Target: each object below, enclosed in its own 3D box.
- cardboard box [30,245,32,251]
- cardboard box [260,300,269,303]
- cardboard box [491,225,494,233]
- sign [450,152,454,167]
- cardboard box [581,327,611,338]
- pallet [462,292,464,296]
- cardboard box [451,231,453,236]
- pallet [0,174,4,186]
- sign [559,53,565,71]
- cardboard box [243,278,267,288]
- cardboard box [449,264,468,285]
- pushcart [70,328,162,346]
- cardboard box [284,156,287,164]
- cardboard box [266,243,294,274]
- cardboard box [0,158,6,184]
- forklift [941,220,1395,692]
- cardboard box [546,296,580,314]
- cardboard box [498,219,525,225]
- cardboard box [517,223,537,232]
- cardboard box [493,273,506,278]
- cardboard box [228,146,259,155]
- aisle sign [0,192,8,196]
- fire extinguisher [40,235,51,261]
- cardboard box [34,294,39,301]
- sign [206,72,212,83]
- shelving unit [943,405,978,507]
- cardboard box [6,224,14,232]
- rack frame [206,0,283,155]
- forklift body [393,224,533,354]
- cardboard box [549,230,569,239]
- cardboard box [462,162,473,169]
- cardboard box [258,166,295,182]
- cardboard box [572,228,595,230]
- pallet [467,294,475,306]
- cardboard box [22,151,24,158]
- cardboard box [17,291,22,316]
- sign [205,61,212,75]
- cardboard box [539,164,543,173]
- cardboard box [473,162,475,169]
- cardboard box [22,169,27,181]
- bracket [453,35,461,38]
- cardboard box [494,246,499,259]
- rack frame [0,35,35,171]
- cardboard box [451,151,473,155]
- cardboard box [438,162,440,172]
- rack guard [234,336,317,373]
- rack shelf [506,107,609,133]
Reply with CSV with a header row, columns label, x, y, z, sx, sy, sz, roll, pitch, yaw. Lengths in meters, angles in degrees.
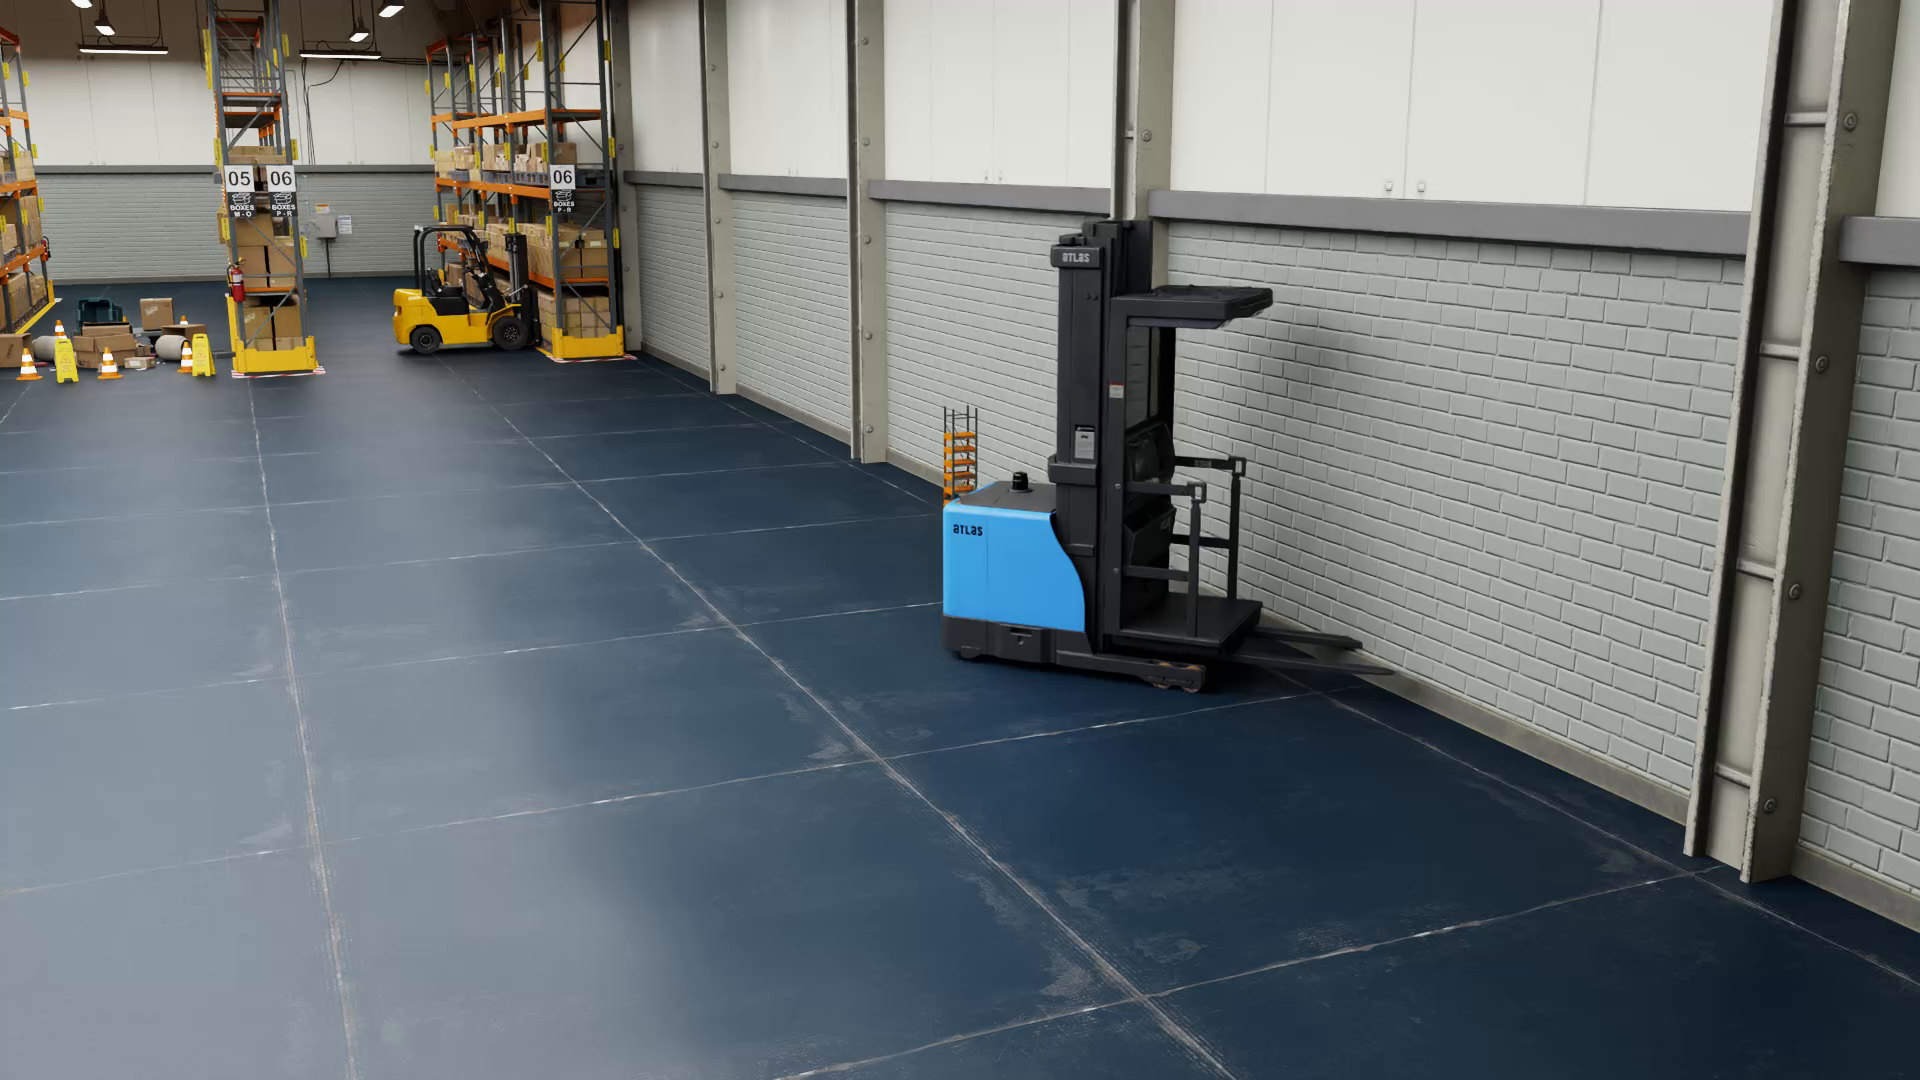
label,x,y,z,sx,sy,sz,roll,pitch,yaw
cardboard box,-20.608,-6.421,36.518,0.380,0.149,0.250,-5,14,-20
cardboard box,-11.888,-3.761,27.972,0.500,0.500,0.500,-6,14,-24
cardboard box,-9.486,-6.445,34.403,0.380,0.149,0.250,-5,14,-21
sign,-11.675,-8.767,38.300,0.100,0.325,0.005,-6,14,-23
cardboard box,-6.392,-3.610,28.980,0.500,0.250,0.500,-6,14,-23
pallet,-11.455,-5.888,39.843,1.003,0.211,1.213,-6,14,-23
cardboard box,-12.010,-7.466,40.149,0.500,0.250,0.500,-6,14,-23
pallet,-18.314,-6.602,30.511,1.213,0.211,1.003,-5,14,-20
sign,-7.458,-8.952,31.169,0.100,0.325,0.005,-6,14,-23
cardboard box,-11.266,-4.112,26.541,0.380,0.149,0.250,-5,14,-21
cardboard box,-12.318,-6.603,41.359,0.700,0.500,0.500,-5,14,-21
pushcart,-14.592,-3.509,29.194,1.648,0.377,0.936,-12,18,-42
cardboard box,-11.035,-6.104,26.725,0.380,0.149,0.250,-6,14,-23
cardboard box,-11.067,-4.600,27.210,0.500,0.500,0.500,-5,14,-21
cardboard box,-19.017,-7.219,32.534,0.500,0.500,0.500,-6,14,-23
forklift,1.435,-0.588,10.909,3.031,2.935,1.130,6,14,23
cardboard box,-6.844,-4.045,28.642,0.500,0.250,0.500,-5,14,-21
cardboard box,-9.642,-6.652,35.806,0.500,0.500,0.500,-5,14,-20
cardboard box,-8.121,-5.869,31.255,0.380,0.149,0.250,-5,14,-22
cardboard box,-10.009,-5.660,35.848,0.380,0.149,0.250,-6,14,-26
cardboard box,-12.872,-6.948,29.876,0.500,0.250,0.500,-5,14,-22
aisle sign,-22.129,-8.269,38.178,0.394,0.787,0.004,-6,14,-23
fire extinguisher,-21.503,-6.888,38.979,0.296,0.674,0.183,-6,14,-23
cardboard box,-20.631,-5.372,36.819,0.380,0.149,0.250,-6,14,-24
sign,-16.246,-10.066,35.980,0.100,0.325,0.005,-6,14,-23
shelving unit,0.006,-0.582,14.722,0.258,1.200,0.189,-6,14,-23
cardboard box,-19.775,-6.439,34.345,0.380,0.149,0.250,-6,14,-25
rack frame,-12.523,-7.926,29.157,1.000,3.000,0.127,-6,14,-23
forklift body,-8.805,-4.439,29.279,2.313,2.155,1.214,-6,14,-23
cardboard box,-6.838,-5.238,28.531,0.380,0.149,0.250,-6,14,-23
cardboard box,-10.787,-8.284,36.762,0.380,0.149,0.250,-5,14,-22
cardboard box,-10.878,-5.838,26.460,0.500,0.250,0.500,-6,14,-24
cardboard box,-6.591,-5.387,29.172,0.380,0.149,0.250,-6,14,-23
pallet,-10.821,-5.581,38.518,1.003,0.211,1.213,-6,14,-23
cardboard box,-20.938,-8.531,36.763,0.380,0.149,0.250,-5,14,-22
cardboard box,-19.084,-4.726,33.251,0.500,0.500,0.500,-6,14,-24
sign,-14.632,-9.233,32.384,0.100,0.325,0.005,-6,14,-23
cardboard box,-6.984,-6.362,28.456,0.380,0.149,0.250,-6,14,-25
cardboard box,-10.433,-8.181,36.359,0.380,0.149,0.250,-5,14,-21
cardboard box,-20.566,-7.907,36.064,0.500,0.250,0.500,-5,14,-21
bracket,-13.197,-13.128,43.653,0.235,0.232,0.430,-6,14,-23
cardboard box,-9.215,-5.881,33.962,0.500,0.250,0.500,-6,14,-25
rack frame,-21.825,-9.937,37.847,1.000,3.000,0.127,-6,14,-23
cardboard box,-11.604,-8.964,38.860,0.500,0.250,0.500,-6,14,-23
cardboard box,-12.634,-9.245,41.182,0.500,0.250,0.500,-5,14,-22
rack guard,-10.951,-2.974,26.612,1.175,0.500,0.348,-6,14,-23
rack shelf,-7.175,-7.416,29.438,1.077,0.370,4.000,-6,14,-23
